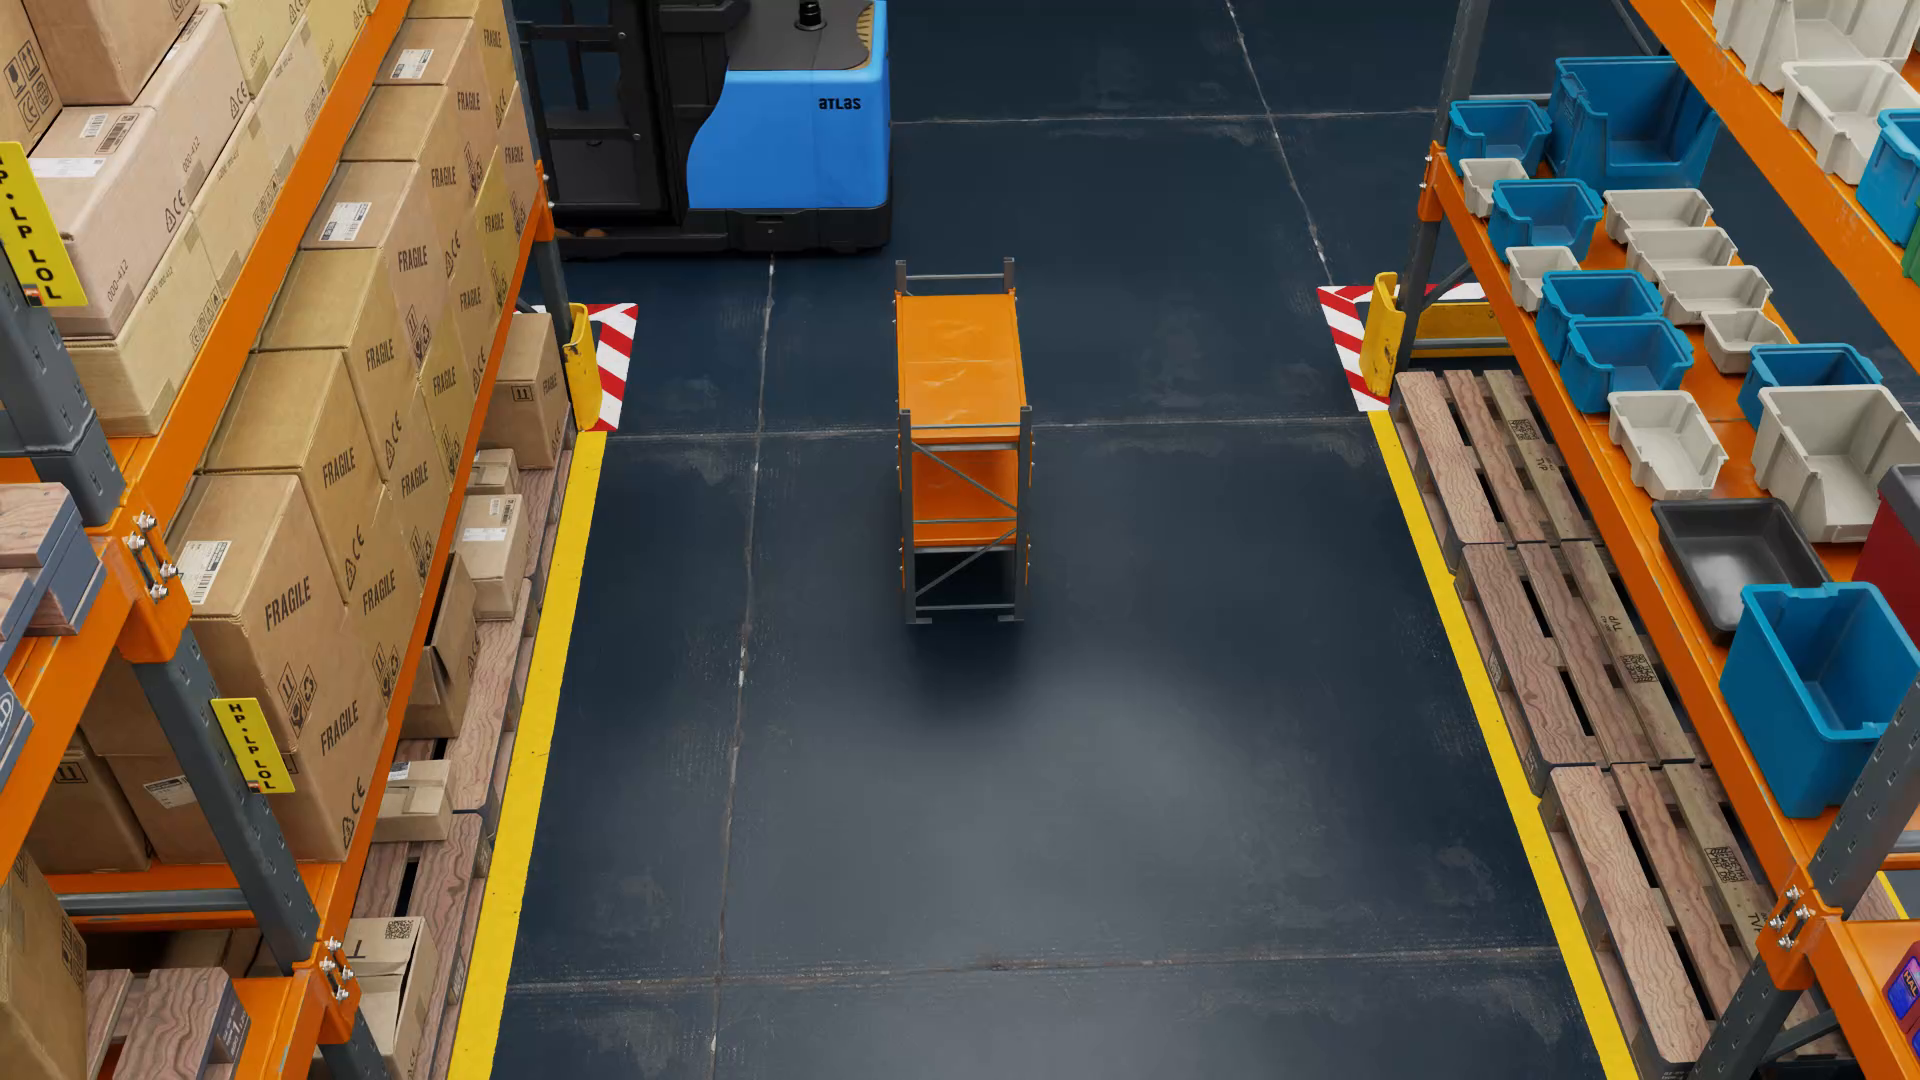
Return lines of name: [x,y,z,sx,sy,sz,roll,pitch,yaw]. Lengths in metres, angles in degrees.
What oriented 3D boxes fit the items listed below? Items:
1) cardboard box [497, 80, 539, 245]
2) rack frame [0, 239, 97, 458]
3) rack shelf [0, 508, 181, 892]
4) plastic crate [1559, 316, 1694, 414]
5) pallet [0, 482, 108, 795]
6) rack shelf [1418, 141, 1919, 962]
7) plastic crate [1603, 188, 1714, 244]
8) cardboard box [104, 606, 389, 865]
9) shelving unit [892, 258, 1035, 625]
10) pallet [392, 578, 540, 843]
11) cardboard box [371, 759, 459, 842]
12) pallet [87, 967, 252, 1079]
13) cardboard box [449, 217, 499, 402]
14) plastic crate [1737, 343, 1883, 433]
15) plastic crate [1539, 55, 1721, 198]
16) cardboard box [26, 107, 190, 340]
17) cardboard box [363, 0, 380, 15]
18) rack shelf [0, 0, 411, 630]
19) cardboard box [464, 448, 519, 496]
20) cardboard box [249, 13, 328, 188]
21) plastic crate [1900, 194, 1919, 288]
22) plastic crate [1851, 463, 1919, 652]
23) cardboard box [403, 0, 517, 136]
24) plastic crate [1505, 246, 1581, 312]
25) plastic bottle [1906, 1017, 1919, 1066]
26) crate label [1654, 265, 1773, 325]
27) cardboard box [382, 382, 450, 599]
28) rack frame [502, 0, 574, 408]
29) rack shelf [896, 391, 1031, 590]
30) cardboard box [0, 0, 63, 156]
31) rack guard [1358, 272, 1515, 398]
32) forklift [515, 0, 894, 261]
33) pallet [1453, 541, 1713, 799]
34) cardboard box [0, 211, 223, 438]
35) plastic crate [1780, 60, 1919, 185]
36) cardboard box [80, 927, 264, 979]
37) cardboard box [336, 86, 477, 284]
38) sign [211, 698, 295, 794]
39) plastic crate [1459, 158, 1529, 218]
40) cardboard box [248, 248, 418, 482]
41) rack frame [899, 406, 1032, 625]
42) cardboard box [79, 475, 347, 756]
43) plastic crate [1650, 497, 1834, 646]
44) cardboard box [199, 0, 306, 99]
cardboard box: [-2.049,-1.524,6.768,0.500,0.500,0.500,0,43,0]
rack frame: [-2.170,-1.292,2.150,1.000,3.000,0.127,-2,43,-2]
rack shelf: [-2.085,1.429,1.934,1.077,0.370,4.000,-2,43,-2]
plastic crate: [2.359,-0.614,5.929,0.416,0.233,0.300,-2,43,-2]
pallet: [-2.213,0.325,2.745,1.213,0.211,1.003,-2,43,-2]
rack shelf: [2.694,-0.306,6.046,1.077,0.370,4.000,-2,43,-2]
plastic crate: [2.825,-1.301,6.749,0.396,0.136,0.243,-2,43,-2]
cardboard box: [-1.920,0.530,4.527,0.500,0.500,0.500,-1,43,-1]
shelving unit: [0.000,-0.419,7.025,0.538,1.125,1.048,-2,43,-2]
pallet: [-2.253,0.658,6.526,1.003,0.211,1.213,-2,43,-2]
cardboard box: [-2.019,0.928,5.939,0.380,0.166,0.250,-2,43,-2]
pallet: [-2.245,1.532,3.650,1.003,0.211,1.213,-2,43,-2]
cardboard box: [-2.008,-0.837,6.018,0.500,0.500,0.500,-1,43,-1]
plastic crate: [2.952,-0.502,5.807,0.416,0.233,0.300,-2,43,-2]
plastic crate: [2.810,-1.735,7.002,0.616,0.435,0.499,-2,43,-2]
cardboard box: [-1.943,-0.651,3.411,0.500,0.250,0.500,-2,43,-2]
cardboard box: [-2.010,-1.817,5.054,0.500,0.250,0.500,-2,43,-2]
rack shelf: [-2.255,-1.272,4.880,1.077,0.370,4.000,-2,43,-2]
cardboard box: [-2.143,-0.263,7.238,0.380,0.166,0.250,-2,43,-2]
cardboard box: [-1.981,-1.142,4.317,0.500,0.250,0.500,-2,43,-2]
plastic crate: [2.459,-0.526,3.690,0.450,0.188,0.662,-2,43,-2]
plastic crate: [2.992,0.124,4.953,0.402,0.464,0.583,-2,43,-2]
cardboard box: [-2.046,-1.894,6.432,0.500,0.500,0.500,-2,43,-2]
plastic crate: [2.250,-0.993,6.414,0.250,0.136,0.298,-2,43,-2]
plastic bottle: [2.374,1.172,3.987,0.061,0.283,0.133,-2,43,-2]
crate label: [2.859,-0.917,6.331,0.396,0.136,0.243,-2,43,-2]
cardboard box: [-1.963,-0.153,5.273,0.500,0.500,0.500,-2,43,-2]
rack frame: [-2.340,-1.781,7.123,1.000,3.000,0.127,-2,43,-2]
rack shelf: [0.000,-0.239,7.190,0.538,0.278,1.000,-2,43,-2]
cardboard box: [-2.229,-0.919,3.149,0.700,0.500,0.500,-2,43,-2]
rack guard: [2.595,-1.015,8.137,1.175,0.500,0.348,-2,43,-2]
forklift: [-1.899,-2.962,8.462,3.031,2.935,1.130,0,43,0]
pallet: [2.654,0.486,6.713,1.003,0.211,1.213,-2,43,-2]
cardboard box: [-1.944,-0.467,3.580,0.500,0.250,0.500,-2,43,-2]
plastic crate: [2.345,-1.077,4.330,0.293,0.136,0.466,-2,43,-2]
cardboard box: [-2.478,1.302,5.284,0.500,0.500,0.500,-2,43,-2]
cardboard box: [-1.997,-1.203,5.679,0.500,0.500,0.500,-1,43,-1]
sign: [-1.616,0.474,3.806,0.100,0.325,0.005,-2,43,-2]
plastic crate: [2.222,-1.451,6.913,0.250,0.136,0.298,-2,43,-2]
cardboard box: [-1.953,-0.508,4.920,0.500,0.500,0.500,-3,43,-3]
rack frame: [0.021,-0.076,6.650,0.500,1.125,0.032,-2,43,-2]
cardboard box: [-1.909,0.187,4.161,0.500,0.500,0.500,-1,43,-1]
plastic crate: [2.463,0.111,5.218,0.437,0.125,0.590,-2,43,-2]
cardboard box: [-1.975,-1.326,4.148,0.500,0.250,0.500,-2,43,-2]
